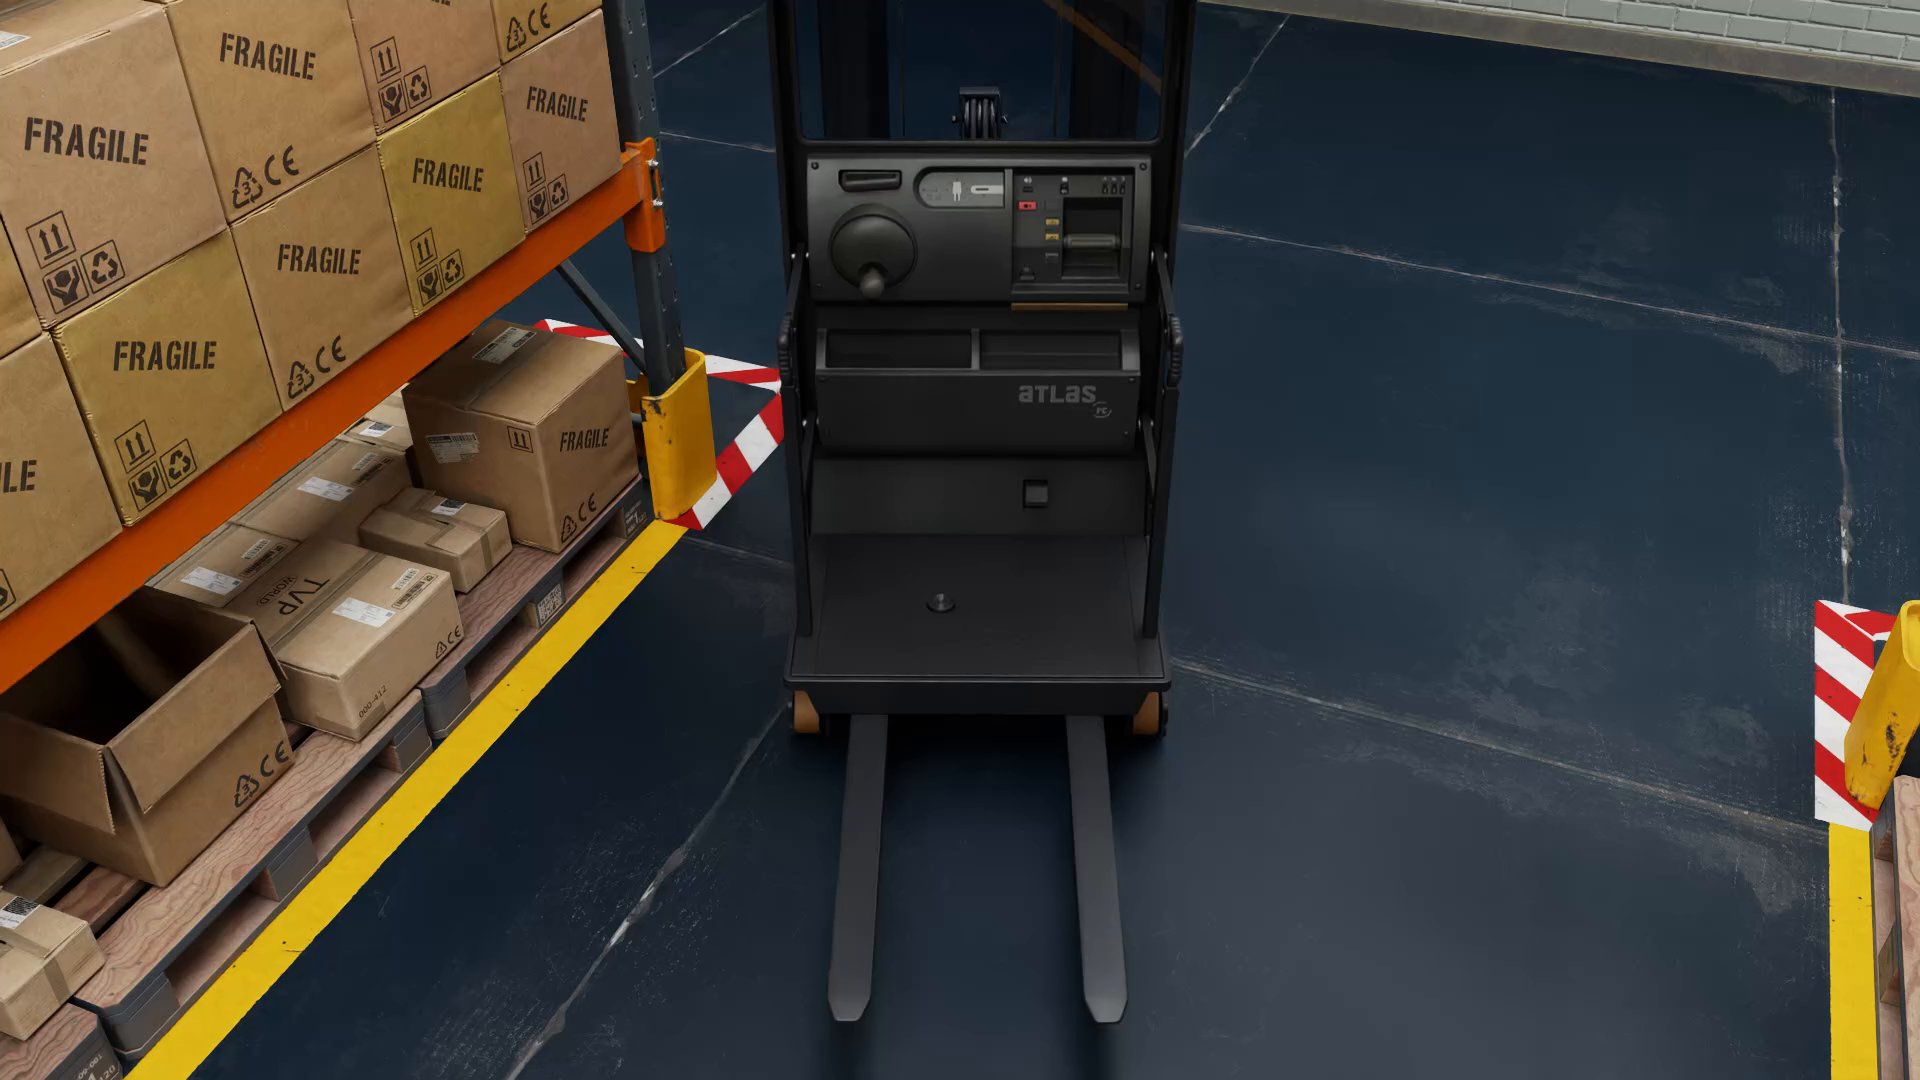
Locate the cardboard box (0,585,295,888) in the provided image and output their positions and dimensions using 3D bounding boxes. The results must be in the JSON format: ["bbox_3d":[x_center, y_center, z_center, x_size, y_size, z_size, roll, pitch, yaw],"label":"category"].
[{"bbox_3d":[-2.252,0.468,4.337,0.797,0.503,0.637,14,39,18],"label":"cardboard box"}]

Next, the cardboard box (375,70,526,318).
[{"bbox_3d":[-1.553,-0.971,4.461,0.500,0.500,0.500,14,39,18],"label":"cardboard box"}]

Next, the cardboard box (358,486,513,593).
[{"bbox_3d":[-1.657,-0.010,5.257,0.380,0.166,0.250,14,39,18],"label":"cardboard box"}]

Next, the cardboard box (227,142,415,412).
[{"bbox_3d":[-1.748,-0.696,4.093,0.500,0.500,0.500,14,39,18],"label":"cardboard box"}]

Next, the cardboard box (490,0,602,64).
[{"bbox_3d":[-1.355,-1.661,4.548,0.500,0.500,0.500,14,39,17],"label":"cardboard box"}]

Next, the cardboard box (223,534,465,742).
[{"bbox_3d":[-1.808,0.272,4.810,0.500,0.250,0.500,14,39,18],"label":"cardboard box"}]

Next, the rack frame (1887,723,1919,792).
[{"bbox_3d":[3.139,-0.399,3.778,1.000,3.000,0.127,14,39,18],"label":"rack frame"}]

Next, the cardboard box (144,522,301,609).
[{"bbox_3d":[-2.290,0.186,4.925,0.500,0.250,0.500,14,39,18],"label":"cardboard box"}]

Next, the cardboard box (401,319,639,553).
[{"bbox_3d":[-1.419,-0.347,5.430,0.500,0.500,0.500,14,39,18],"label":"cardboard box"}]

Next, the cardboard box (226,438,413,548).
[{"bbox_3d":[-2.100,-0.091,5.296,0.500,0.250,0.500,14,39,18],"label":"cardboard box"}]

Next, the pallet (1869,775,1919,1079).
[{"bbox_3d":[2.790,1.166,4.014,1.003,0.211,1.213,14,39,18],"label":"pallet"}]

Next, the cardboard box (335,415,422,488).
[{"bbox_3d":[-2.012,-0.279,5.617,0.380,0.166,0.250,14,39,18],"label":"cardboard box"}]

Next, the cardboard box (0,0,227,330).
[{"bbox_3d":[-1.935,-0.809,3.408,0.500,0.500,0.500,15,39,19],"label":"cardboard box"}]

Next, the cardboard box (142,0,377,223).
[{"bbox_3d":[-1.740,-1.093,3.788,0.500,0.500,0.500,15,39,19],"label":"cardboard box"}]

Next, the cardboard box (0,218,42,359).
[{"bbox_3d":[-2.131,-0.522,3.025,0.500,0.500,0.500,13,39,16],"label":"cardboard box"}]

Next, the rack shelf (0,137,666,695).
[{"bbox_3d":[-2.201,-0.134,4.025,1.077,0.370,4.000,14,39,18],"label":"rack shelf"}]

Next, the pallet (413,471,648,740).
[{"bbox_3d":[-1.771,0.071,5.479,1.003,0.211,1.213,14,39,18],"label":"pallet"}]

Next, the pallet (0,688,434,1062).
[{"bbox_3d":[-2.237,0.744,4.578,1.003,0.211,1.213,14,39,18],"label":"pallet"}]

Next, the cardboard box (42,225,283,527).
[{"bbox_3d":[-1.940,-0.418,3.720,0.500,0.500,0.500,13,39,17],"label":"cardboard box"}]

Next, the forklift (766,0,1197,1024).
[{"bbox_3d":[0.052,-0.779,4.344,1.130,2.935,3.031,0,37,0],"label":"forklift"}]

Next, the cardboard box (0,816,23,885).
[{"bbox_3d":[-2.722,0.791,4.065,0.500,0.311,0.500,14,39,18],"label":"cardboard box"}]

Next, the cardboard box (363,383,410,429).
[{"bbox_3d":[-1.917,-0.410,5.807,0.380,0.149,0.250,14,39,18],"label":"cardboard box"}]

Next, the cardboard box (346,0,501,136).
[{"bbox_3d":[-1.547,-1.381,4.173,0.500,0.500,0.500,15,39,19],"label":"cardboard box"}]

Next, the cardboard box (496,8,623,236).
[{"bbox_3d":[-1.359,-1.259,4.846,0.500,0.500,0.500,15,39,19],"label":"cardboard box"}]

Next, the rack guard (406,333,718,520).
[{"bbox_3d":[-1.469,-0.486,5.983,1.175,0.500,0.348,14,39,18],"label":"rack guard"}]

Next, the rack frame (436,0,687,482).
[{"bbox_3d":[-1.440,-1.529,5.291,1.000,3.000,0.127,14,39,18],"label":"rack frame"}]

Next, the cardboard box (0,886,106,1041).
[{"bbox_3d":[-2.282,0.980,3.933,0.380,0.166,0.250,14,39,18],"label":"cardboard box"}]

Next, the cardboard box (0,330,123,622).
[{"bbox_3d":[-2.132,-0.136,3.342,0.500,0.500,0.500,14,39,18],"label":"cardboard box"}]

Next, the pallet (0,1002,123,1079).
[{"bbox_3d":[-2.700,1.422,3.671,1.003,0.211,1.213,14,39,18],"label":"pallet"}]

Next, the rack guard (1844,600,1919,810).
[{"bbox_3d":[3.136,0.586,4.548,1.175,0.500,0.348,14,39,18],"label":"rack guard"}]
